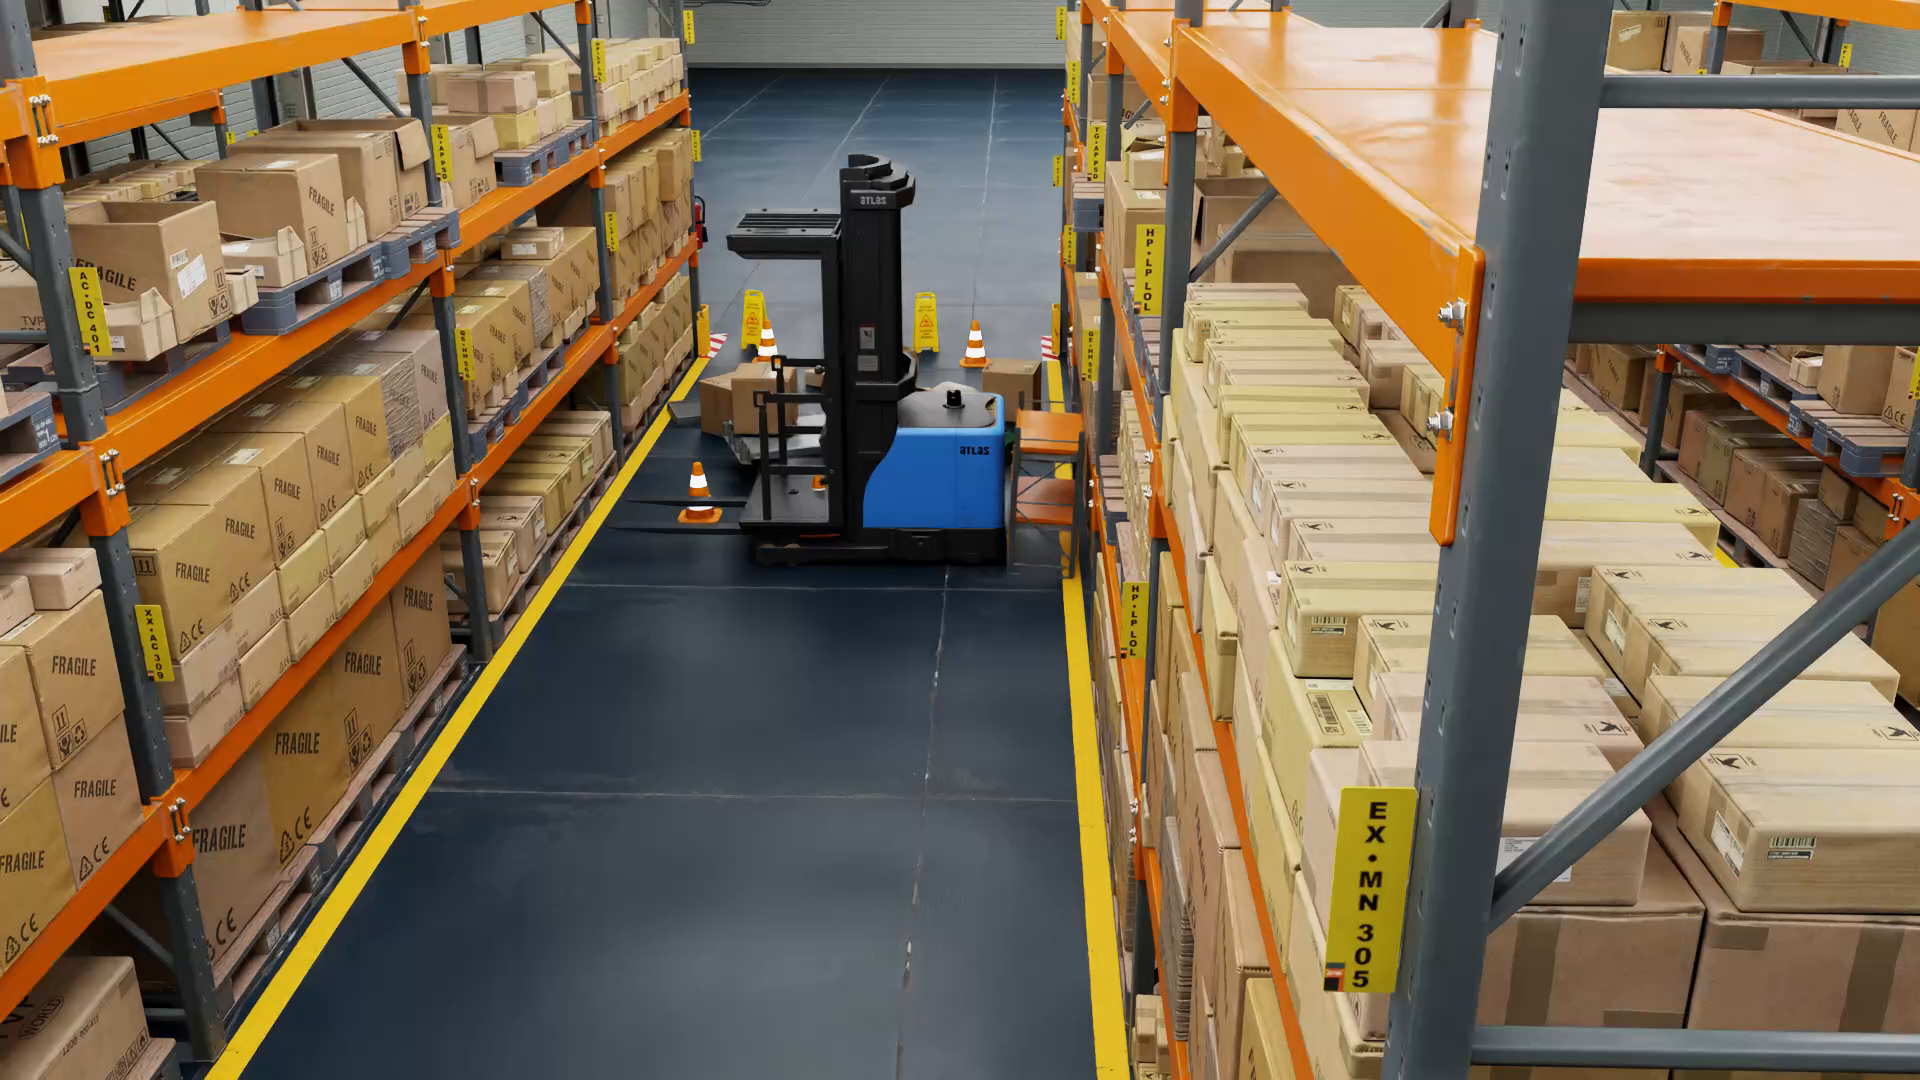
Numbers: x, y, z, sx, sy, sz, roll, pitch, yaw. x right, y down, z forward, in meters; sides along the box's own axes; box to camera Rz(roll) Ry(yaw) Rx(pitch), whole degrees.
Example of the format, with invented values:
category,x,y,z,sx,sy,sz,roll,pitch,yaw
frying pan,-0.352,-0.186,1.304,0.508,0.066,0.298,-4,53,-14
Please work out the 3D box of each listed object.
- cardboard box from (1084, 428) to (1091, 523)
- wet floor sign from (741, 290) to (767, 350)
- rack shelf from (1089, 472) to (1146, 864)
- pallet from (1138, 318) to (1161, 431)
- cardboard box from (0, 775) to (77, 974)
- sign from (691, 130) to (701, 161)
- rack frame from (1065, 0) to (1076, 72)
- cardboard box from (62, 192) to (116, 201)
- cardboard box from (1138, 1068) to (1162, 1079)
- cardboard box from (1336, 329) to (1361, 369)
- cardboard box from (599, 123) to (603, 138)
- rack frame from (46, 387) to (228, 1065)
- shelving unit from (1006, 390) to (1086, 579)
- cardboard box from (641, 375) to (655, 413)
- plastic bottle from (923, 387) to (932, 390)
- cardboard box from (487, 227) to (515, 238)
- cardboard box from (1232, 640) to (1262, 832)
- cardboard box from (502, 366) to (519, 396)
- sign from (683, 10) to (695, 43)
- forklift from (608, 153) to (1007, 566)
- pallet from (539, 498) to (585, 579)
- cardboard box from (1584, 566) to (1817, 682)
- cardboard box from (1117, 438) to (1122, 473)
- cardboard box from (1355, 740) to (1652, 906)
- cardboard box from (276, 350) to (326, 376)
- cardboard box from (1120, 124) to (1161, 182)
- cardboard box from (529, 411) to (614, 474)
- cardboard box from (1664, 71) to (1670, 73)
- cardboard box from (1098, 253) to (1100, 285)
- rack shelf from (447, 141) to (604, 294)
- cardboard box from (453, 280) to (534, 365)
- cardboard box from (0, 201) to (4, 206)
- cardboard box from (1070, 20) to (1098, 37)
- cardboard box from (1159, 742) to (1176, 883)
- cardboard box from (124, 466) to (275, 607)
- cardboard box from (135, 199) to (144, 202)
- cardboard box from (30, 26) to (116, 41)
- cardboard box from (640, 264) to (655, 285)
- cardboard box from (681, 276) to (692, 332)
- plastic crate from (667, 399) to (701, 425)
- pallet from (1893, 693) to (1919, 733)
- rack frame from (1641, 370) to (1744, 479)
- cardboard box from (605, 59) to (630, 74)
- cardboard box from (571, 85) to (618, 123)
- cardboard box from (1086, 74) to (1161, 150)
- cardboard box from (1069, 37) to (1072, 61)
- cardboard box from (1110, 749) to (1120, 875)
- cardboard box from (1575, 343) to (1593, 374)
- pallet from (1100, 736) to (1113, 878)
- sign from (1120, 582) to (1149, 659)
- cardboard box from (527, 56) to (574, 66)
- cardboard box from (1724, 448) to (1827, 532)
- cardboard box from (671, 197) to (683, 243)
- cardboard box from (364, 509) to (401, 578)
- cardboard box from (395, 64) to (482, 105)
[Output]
category,x,y,z,sx,sy,sz,roll,pitch,yaw
cardboard box,1.515,-0.606,12.973,1.050,0.750,0.750,1,21,2
wet floor sign,-2.277,-2.457,18.468,0.267,0.644,0.232,8,23,20
rack shelf,1.295,0.472,8.661,1.077,0.370,4.000,1,21,2
pallet,1.359,-0.674,6.731,1.213,0.211,1.003,1,21,2
cardboard box,-3.486,1.151,5.776,0.500,0.500,0.500,0,21,0
sign,-2.798,-4.171,17.595,0.100,0.325,0.005,1,21,2
rack frame,1.599,-6.276,16.764,1.000,3.000,0.127,1,21,2
cardboard box,-8.169,-3.171,15.608,0.380,0.149,0.250,1,21,1
cardboard box,0.894,2.217,6.529,0.380,0.149,0.250,1,21,3
cardboard box,1.474,-0.532,5.624,0.500,0.250,0.500,0,21,-1
cardboard box,-3.216,-3.444,13.958,0.380,0.149,0.250,0,21,1
rack frame,-3.717,0.841,6.714,1.000,3.000,0.127,1,21,2
shelving unit,0.650,-0.438,12.553,0.538,1.125,1.048,4,21,2
cardboard box,-3.181,-1.368,15.630,0.500,0.250,0.500,2,21,5
plastic bottle,-0.318,-1.467,16.725,0.133,0.061,0.283,-7,22,-17
cardboard box,-3.774,-2.266,13.592,0.500,0.500,0.500,1,21,3
cardboard box,0.898,0.446,3.793,0.500,0.250,0.500,2,21,4
cardboard box,-3.274,-1.098,11.480,0.380,0.149,0.250,1,21,2
sign,-2.798,-5.295,17.159,0.100,0.325,0.005,1,21,2
forklift,-1.161,-1.362,12.487,3.031,2.935,1.130,1,21,1
pallet,-3.530,-0.027,12.807,1.003,0.211,1.213,1,21,2
cardboard box,1.465,0.166,3.272,0.380,0.149,0.250,1,21,2
cardboard box,1.140,-0.506,9.953,0.380,0.149,0.250,0,21,1
cardboard box,0.829,0.435,2.580,0.380,0.149,0.250,0,21,1
cardboard box,-3.860,-0.762,9.327,0.500,0.500,0.500,1,21,2
cardboard box,1.052,-2.059,8.846,0.396,0.266,0.258,1,21,2
cardboard box,-3.487,-0.832,14.079,0.950,0.372,0.625,1,21,2
cardboard box,6.810,-4.328,15.547,0.380,0.149,0.250,0,21,-1
cardboard box,1.454,-2.180,12.981,0.700,0.500,0.500,0,21,1
rack shelf,-3.534,-2.391,11.892,1.077,0.370,4.000,1,21,2
cardboard box,-3.332,-1.527,11.687,0.500,0.500,0.500,1,21,3
cardboard box,-8.739,-2.988,15.137,0.380,0.149,0.250,0,21,1
cardboard box,1.231,-4.798,15.628,0.380,0.149,0.250,0,21,1
cardboard box,0.959,1.029,5.680,0.500,0.500,0.500,1,21,2
cardboard box,-3.428,-0.011,7.391,0.500,0.500,0.500,1,21,1
cardboard box,-8.156,-3.218,16.140,0.380,0.149,0.250,0,21,1
cardboard box,-8.270,-4.496,15.463,0.797,0.503,0.637,1,21,3
cardboard box,-3.095,-2.507,15.690,0.380,0.149,0.250,1,21,2
cardboard box,-3.116,-2.468,17.428,0.500,0.500,0.500,1,21,2
plastic crate,-2.606,-1.249,16.136,0.402,0.080,0.583,-7,22,-17
pallet,6.211,1.088,9.932,1.003,0.211,1.213,1,21,2
rack frame,6.432,-1.942,13.887,1.000,3.000,0.127,1,21,2
cardboard box,-3.150,-4.189,14.777,0.380,0.149,0.250,0,21,0
cardboard box,-3.187,-3.674,14.001,0.500,0.250,0.500,0,21,0
cardboard box,1.129,-2.906,11.368,0.500,0.500,0.500,1,21,2
cardboard box,1.299,-4.651,15.800,0.500,0.250,0.500,0,21,1
cardboard box,1.021,1.373,8.218,0.500,0.500,0.500,0,21,0
cardboard box,6.534,-1.977,16.851,0.500,0.500,0.500,6,22,16
pallet,1.290,1.436,9.037,1.003,0.211,1.213,1,21,2
sign,0.679,0.315,6.470,0.100,0.325,0.005,1,21,2
cardboard box,-3.710,-4.291,15.039,0.380,0.149,0.250,1,21,2
cardboard box,6.342,-0.385,12.723,0.700,0.500,0.500,-1,21,-3
cardboard box,-3.113,-3.302,16.844,0.500,0.500,0.500,1,21,2
cardboard box,-3.382,0.018,9.044,0.500,0.250,0.500,0,21,1
cardboard box,-3.897,-3.421,12.489,0.500,0.250,0.500,0,21,0
